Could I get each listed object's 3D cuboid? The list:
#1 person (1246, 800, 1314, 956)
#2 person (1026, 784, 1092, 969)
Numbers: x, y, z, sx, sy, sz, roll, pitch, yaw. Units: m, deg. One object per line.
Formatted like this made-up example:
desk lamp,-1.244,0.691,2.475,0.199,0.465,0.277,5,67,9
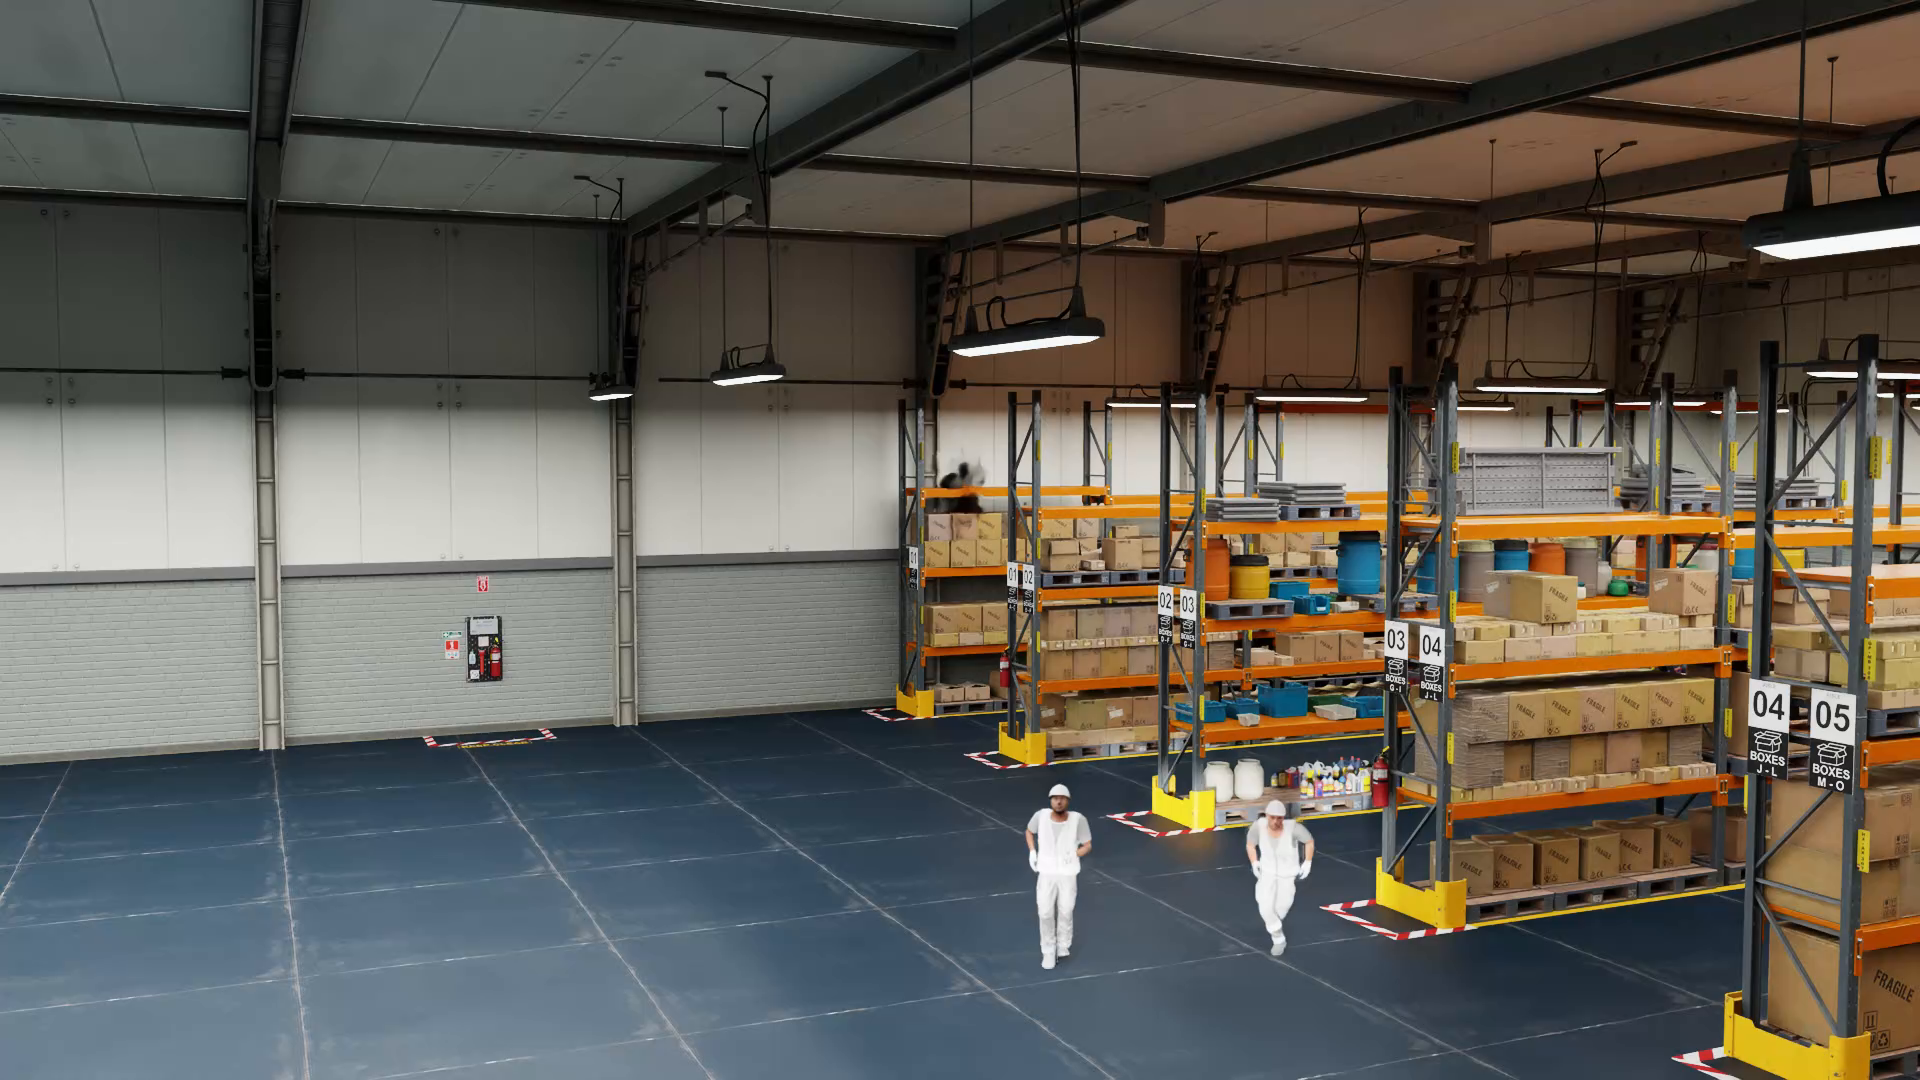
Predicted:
person,3.244,3.381,16.837,0.673,1.635,0.944,1,4,18
person,0.965,3.332,16.436,0.668,1.842,0.654,0,3,7
